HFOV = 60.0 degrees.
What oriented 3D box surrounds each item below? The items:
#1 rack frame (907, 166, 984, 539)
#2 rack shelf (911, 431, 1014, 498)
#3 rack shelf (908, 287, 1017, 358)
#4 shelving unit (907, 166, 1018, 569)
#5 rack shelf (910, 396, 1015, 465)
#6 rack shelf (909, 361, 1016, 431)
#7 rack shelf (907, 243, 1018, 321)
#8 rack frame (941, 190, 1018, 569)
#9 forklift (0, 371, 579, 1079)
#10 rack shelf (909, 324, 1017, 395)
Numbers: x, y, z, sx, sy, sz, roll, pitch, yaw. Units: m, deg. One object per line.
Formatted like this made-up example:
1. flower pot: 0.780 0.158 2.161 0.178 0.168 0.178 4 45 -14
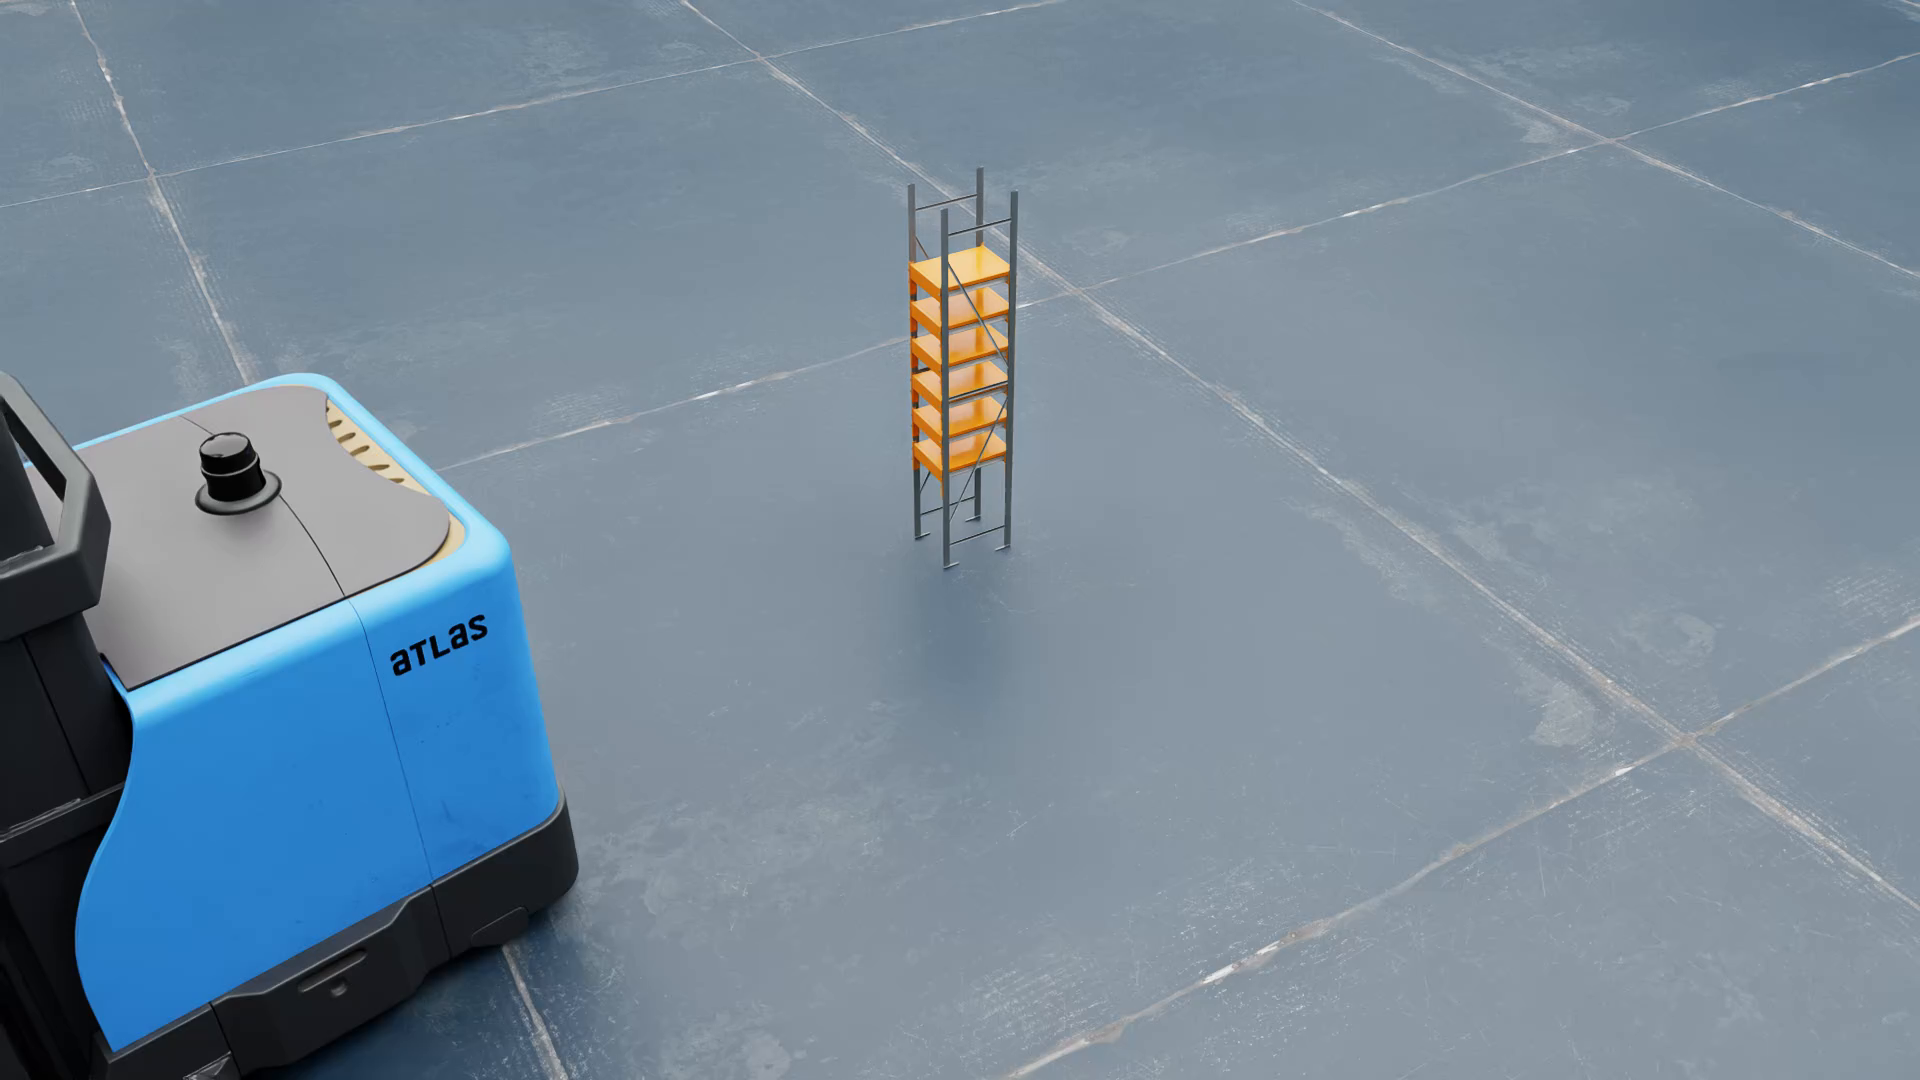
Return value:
1. rack frame: -0.039 -0.524 4.950 0.240 1.200 0.006 -19 40 -24
2. rack shelf: 0.007 -0.247 5.054 0.258 0.103 0.180 -19 40 -24
3. rack shelf: 0.007 -0.635 4.771 0.258 0.103 0.180 -19 40 -24
4. shelving unit: 0.007 -0.477 4.886 0.258 1.200 0.189 -19 40 -24
5. rack shelf: 0.007 -0.344 4.983 0.258 0.103 0.180 -19 40 -24
6. rack shelf: 0.007 -0.441 4.912 0.258 0.103 0.180 -19 40 -24
7. rack shelf: 0.007 -0.732 4.700 0.258 0.103 0.180 -19 40 -24
8. rack frame: 0.053 -0.430 4.822 0.240 1.200 0.006 -19 40 -24
9. forklift: -2.368 0.039 2.711 3.031 2.935 1.130 -27 44 -32
10. rack shelf: 0.007 -0.538 4.841 0.258 0.103 0.180 -19 40 -24
